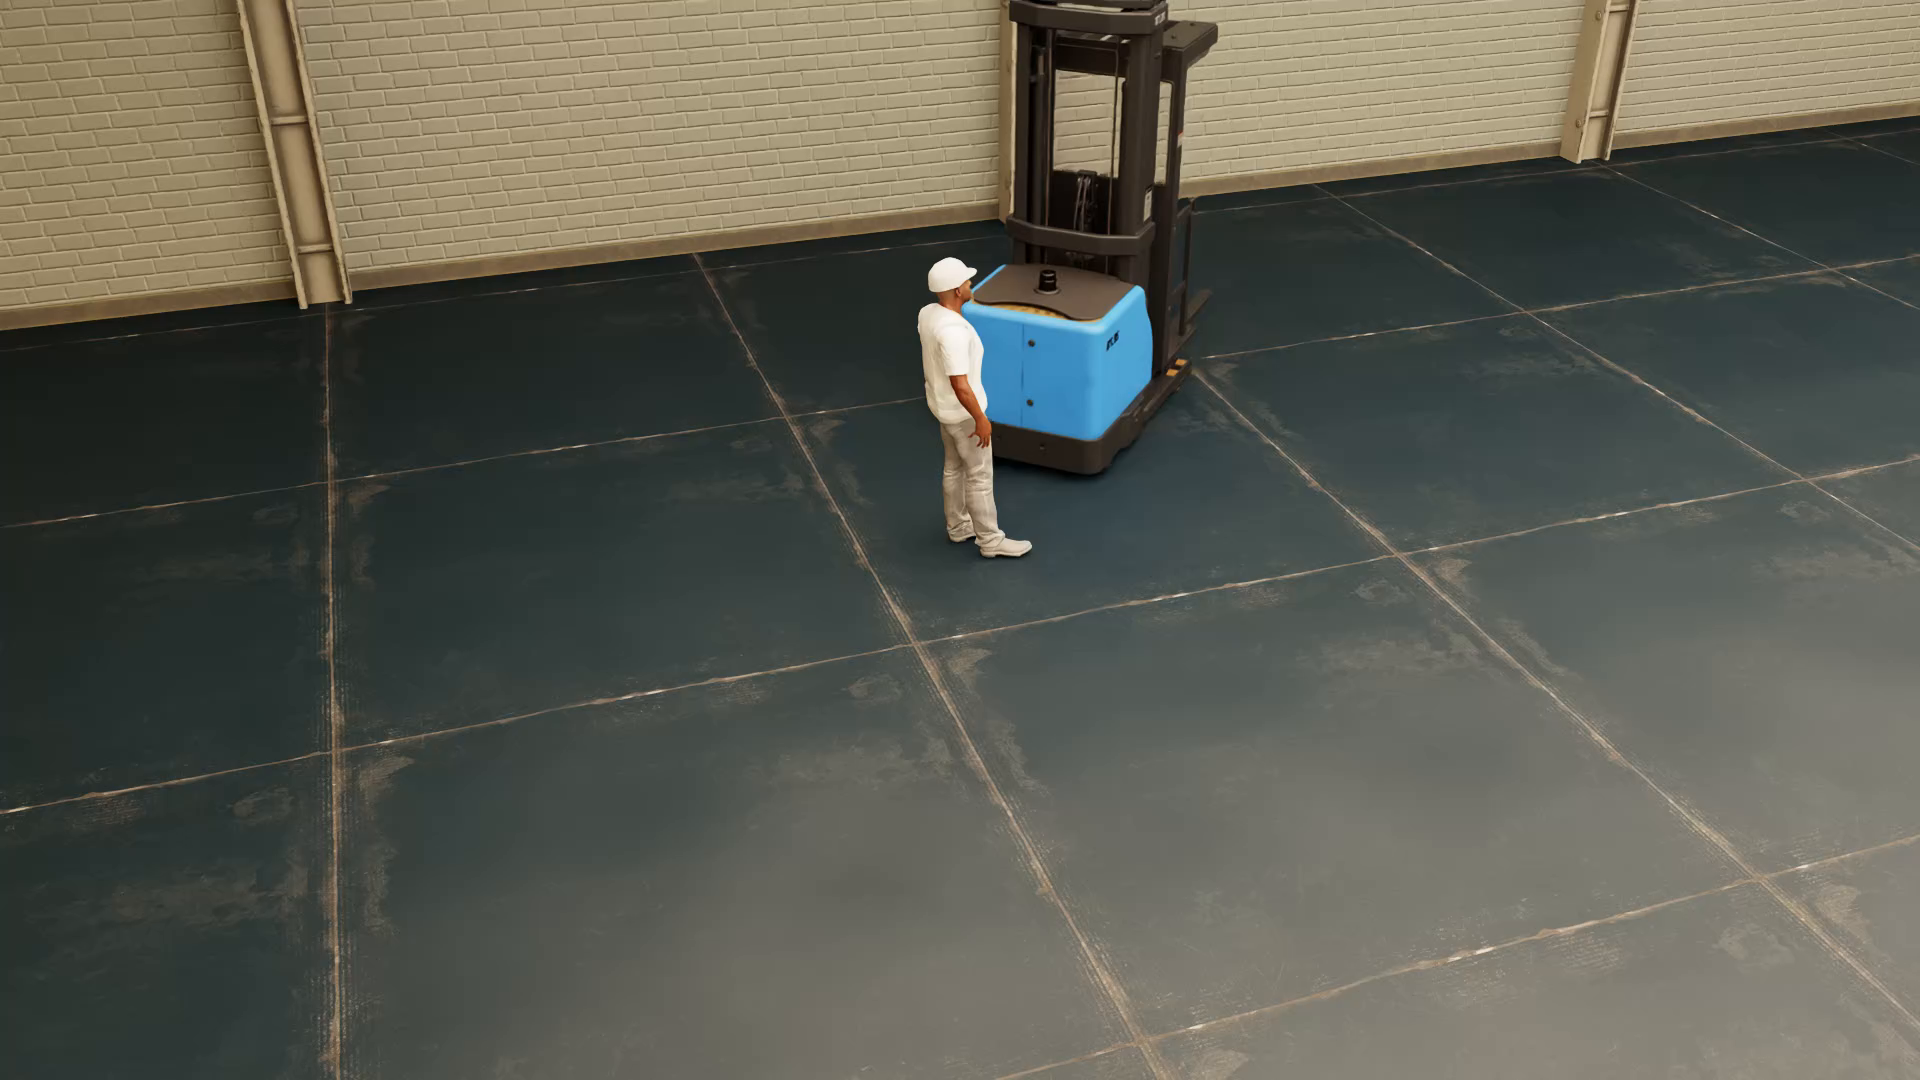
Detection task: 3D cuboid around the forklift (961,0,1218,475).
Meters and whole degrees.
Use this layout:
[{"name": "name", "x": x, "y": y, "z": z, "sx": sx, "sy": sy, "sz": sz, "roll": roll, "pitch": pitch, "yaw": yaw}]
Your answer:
[{"name": "forklift", "x": 1.023, "y": -2.403, "z": 11.263, "sx": 1.130, "sy": 2.935, "sz": 3.031, "roll": 13, "pitch": 32, "yaw": 21}]

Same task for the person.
[{"name": "person", "x": 0.068, "y": -0.780, "z": 9.597, "sx": 0.575, "sy": 1.768, "sz": 0.665, "roll": -10, "pitch": 31, "yaw": -16}]
